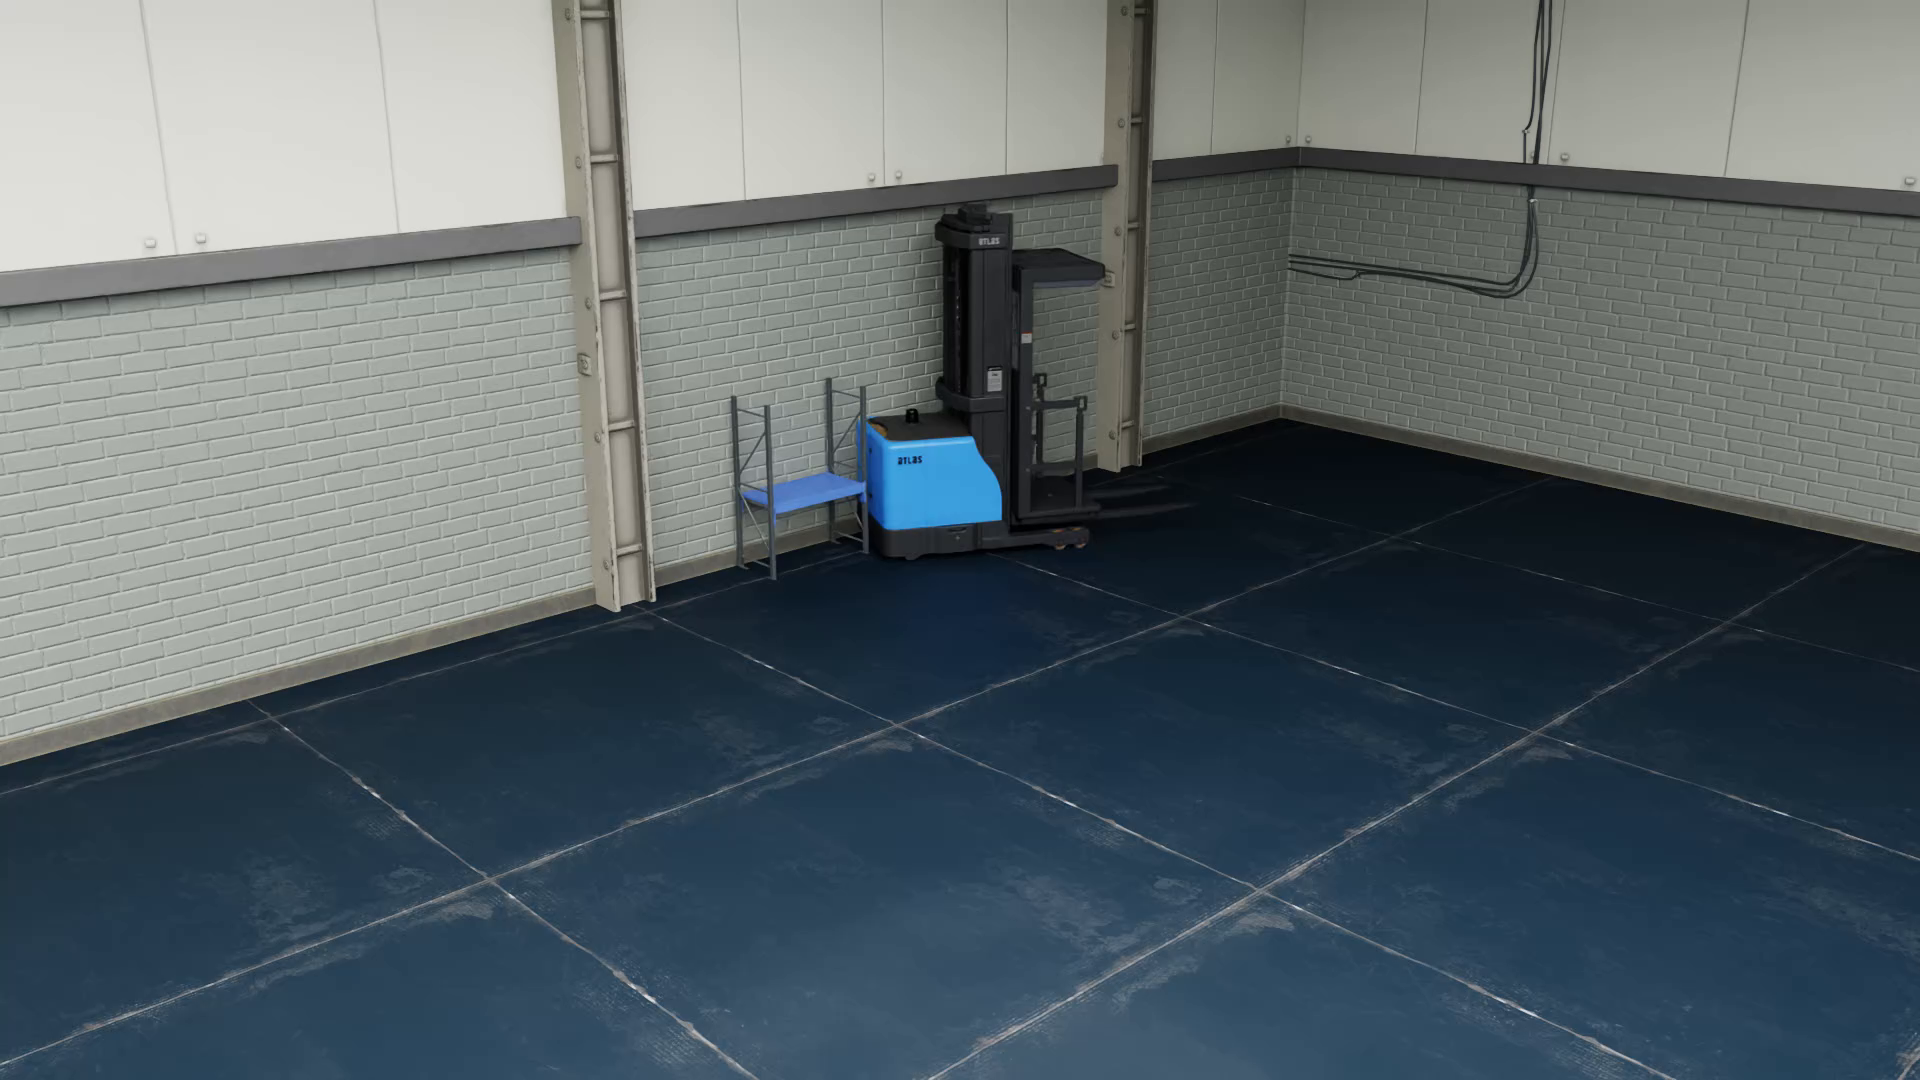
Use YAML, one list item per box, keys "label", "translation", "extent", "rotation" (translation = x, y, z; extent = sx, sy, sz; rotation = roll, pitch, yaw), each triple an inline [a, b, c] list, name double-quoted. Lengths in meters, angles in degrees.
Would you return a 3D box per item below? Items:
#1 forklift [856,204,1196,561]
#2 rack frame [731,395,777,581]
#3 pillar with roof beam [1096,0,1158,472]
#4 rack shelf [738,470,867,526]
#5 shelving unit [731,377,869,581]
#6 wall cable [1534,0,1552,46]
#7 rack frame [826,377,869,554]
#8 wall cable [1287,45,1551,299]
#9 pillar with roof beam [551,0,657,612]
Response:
- label: "forklift"
  translation: [0.636, -1.471, 14.770]
  extent: [3.031, 2.935, 1.130]
  rotation: [-6, 19, -18]
- label: "rack frame"
  translation: [-1.723, -0.432, 13.886]
  extent: [0.032, 1.500, 0.500]
  rotation: [-16, 24, -41]
- label: "pillar with roof beam"
  translation: [4.614, -4.089, 13.005]
  extent: [0.400, 9.000, 9.100]
  rotation: [-16, 24, -41]
- label: "rack shelf"
  translation: [-1.354, -0.369, 14.274]
  extent: [1.000, 0.185, 0.538]
  rotation: [-16, 24, -41]
- label: "shelving unit"
  translation: [-1.354, -0.540, 14.218]
  extent: [1.048, 1.500, 0.538]
  rotation: [-16, 24, -41]
- label: "wall cable"
  translation: [6.564, -5.700, 14.822]
  extent: [0.112, 2.526, 3.097]
  rotation: [-16, 24, -41]
- label: "rack frame"
  translation: [-0.984, -0.648, 14.551]
  extent: [0.032, 1.500, 0.500]
  rotation: [-16, 24, -41]
- label: "wall cable"
  translation: [4.705, -3.904, 17.471]
  extent: [0.112, 2.526, 3.097]
  rotation: [-16, 24, -41]
- label: "pillar with roof beam"
  translation: [0.254, -2.817, 9.084]
  extent: [0.400, 9.000, 9.100]
  rotation: [-16, 24, -41]
